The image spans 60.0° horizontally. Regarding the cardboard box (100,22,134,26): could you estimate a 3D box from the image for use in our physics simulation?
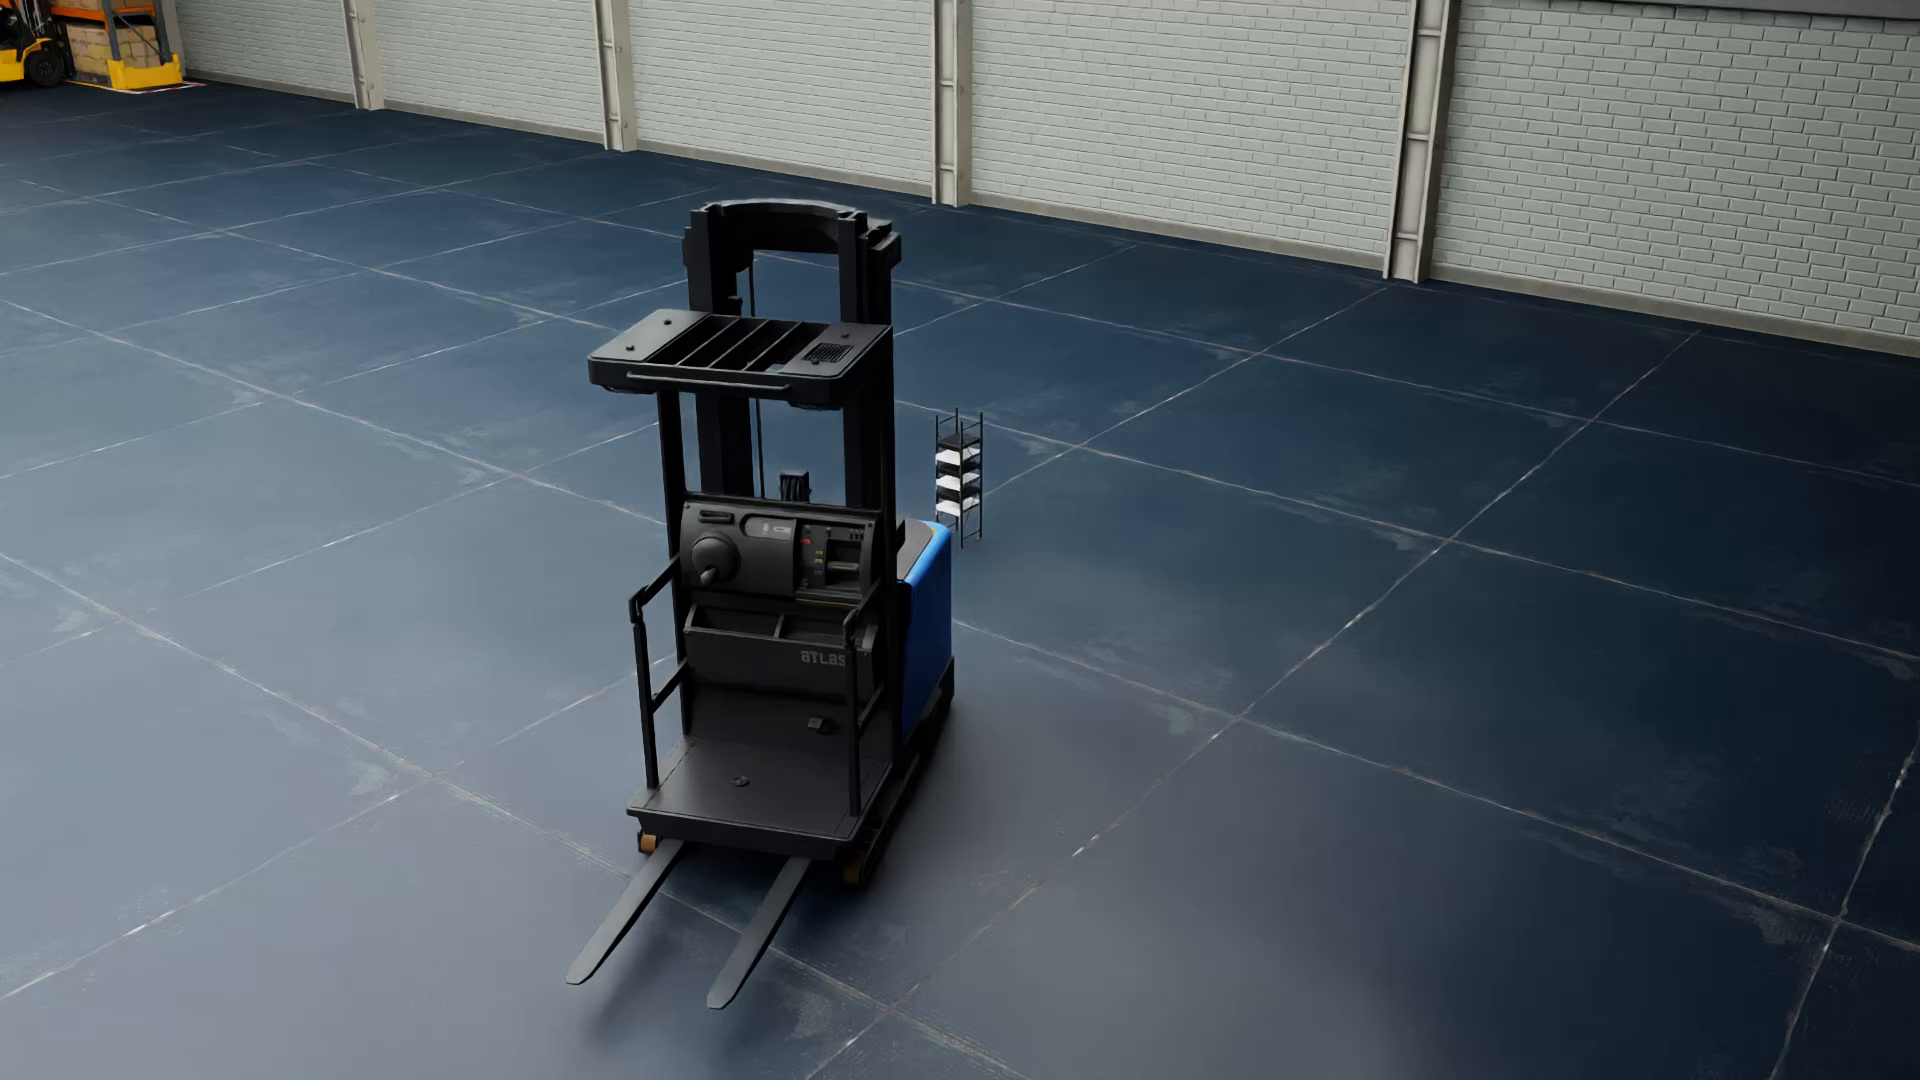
[{"bbox_3d":[-15.162,-9.171,29.993,0.500,0.250,0.500,17,29,33],"label":"cardboard box"}]

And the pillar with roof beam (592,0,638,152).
[{"bbox_3d":[-7.485,-8.396,19.145,0.400,9.000,9.100,17,29,33],"label":"pillar with roof beam"}]

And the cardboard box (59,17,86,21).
[{"bbox_3d":[-16.369,-9.540,30.832,0.500,0.250,0.500,17,29,34],"label":"cardboard box"}]

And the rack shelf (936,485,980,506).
[{"bbox_3d":[-0.006,-0.301,11.123,0.200,0.077,0.258,17,29,33],"label":"rack shelf"}]

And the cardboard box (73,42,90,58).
[{"bbox_3d":[-15.461,-8.787,29.741,0.500,0.250,0.500,16,29,33],"label":"cardboard box"}]

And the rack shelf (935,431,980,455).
[{"bbox_3d":[-0.006,-0.630,10.978,0.200,0.077,0.258,17,29,33],"label":"rack shelf"}]

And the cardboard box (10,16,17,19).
[{"bbox_3d":[-17.491,-9.623,31.019,0.500,0.250,0.500,16,29,33],"label":"cardboard box"}]

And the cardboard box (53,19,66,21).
[{"bbox_3d":[-16.683,-9.379,30.467,0.500,0.250,0.500,18,29,35],"label":"cardboard box"}]

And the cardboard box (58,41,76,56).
[{"bbox_3d":[-15.887,-8.905,30.009,0.500,0.250,0.500,16,28,32],"label":"cardboard box"}]

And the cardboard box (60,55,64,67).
[{"bbox_3d":[-16.271,-8.794,30.377,0.500,0.250,0.500,18,29,35],"label":"cardboard box"}]

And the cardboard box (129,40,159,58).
[{"bbox_3d":[-14.741,-8.826,29.830,0.500,0.250,0.500,17,29,34],"label":"cardboard box"}]

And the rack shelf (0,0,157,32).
[{"bbox_3d":[-16.090,-9.637,30.294,4.000,0.370,1.077,17,29,33],"label":"rack shelf"}]

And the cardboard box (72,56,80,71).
[{"bbox_3d":[-15.842,-8.675,30.108,0.500,0.250,0.500,17,29,34],"label":"cardboard box"}]

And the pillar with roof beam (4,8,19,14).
[{"bbox_3d":[-21.889,-12.749,29.024,0.400,9.000,9.100,17,29,33],"label":"pillar with roof beam"}]

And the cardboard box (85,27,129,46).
[{"bbox_3d":[-15.045,-8.885,29.344,0.500,0.250,0.500,18,29,35],"label":"cardboard box"}]

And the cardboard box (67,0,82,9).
[{"bbox_3d":[-15.450,-9.691,29.400,0.500,0.500,0.500,18,29,35],"label":"cardboard box"}]

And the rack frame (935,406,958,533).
[{"bbox_3d":[-0.088,-0.438,11.129,0.006,0.900,0.240,17,29,33],"label":"rack frame"}]

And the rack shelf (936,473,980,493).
[{"bbox_3d":[-0.006,-0.383,11.086,0.200,0.077,0.258,17,29,33],"label":"rack shelf"}]

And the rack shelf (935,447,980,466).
[{"bbox_3d":[-0.006,-0.548,11.014,0.200,0.077,0.258,17,29,33],"label":"rack shelf"}]

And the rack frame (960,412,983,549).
[{"bbox_3d":[0.075,-0.389,11.017,0.006,0.900,0.240,17,29,33],"label":"rack frame"}]

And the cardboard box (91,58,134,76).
[{"bbox_3d":[-15.055,-8.428,29.547,0.500,0.250,0.500,17,29,34],"label":"cardboard box"}]

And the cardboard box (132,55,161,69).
[{"bbox_3d":[-14.765,-8.598,29.934,0.500,0.250,0.500,17,29,34],"label":"cardboard box"}]

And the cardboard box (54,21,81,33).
[{"bbox_3d":[-16.267,-9.250,30.173,0.500,0.250,0.500,16,28,32],"label":"cardboard box"}]

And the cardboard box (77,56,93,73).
[{"bbox_3d":[-15.447,-8.551,29.827,0.500,0.250,0.500,17,29,33],"label":"cardboard box"}]

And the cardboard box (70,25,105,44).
[{"bbox_3d":[-15.457,-9.006,29.620,0.500,0.250,0.500,17,29,34],"label":"cardboard box"}]

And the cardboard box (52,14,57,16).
[{"bbox_3d":[-17.180,-9.785,31.386,0.500,0.250,0.500,17,29,34],"label":"cardboard box"}]

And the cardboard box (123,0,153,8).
[{"bbox_3d":[-14.719,-9.738,29.506,0.500,0.500,0.500,18,29,35],"label":"cardboard box"}]

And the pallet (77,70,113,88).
[{"bbox_3d":[-15.126,-8.378,30.002,1.213,0.211,1.003,17,29,33],"label":"pallet"}]

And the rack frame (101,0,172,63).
[{"bbox_3d":[-14.489,-9.482,29.051,0.127,3.000,1.000,17,29,33],"label":"rack frame"}]

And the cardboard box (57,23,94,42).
[{"bbox_3d":[-15.867,-9.125,29.889,0.500,0.250,0.500,17,29,34],"label":"cardboard box"}]

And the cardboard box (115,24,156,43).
[{"bbox_3d":[-14.760,-9.051,29.722,0.500,0.250,0.500,16,29,33],"label":"cardboard box"}]

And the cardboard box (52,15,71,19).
[{"bbox_3d":[-16.766,-9.667,31.119,0.500,0.250,0.500,16,29,33],"label":"cardboard box"}]

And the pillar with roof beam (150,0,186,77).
[{"bbox_3d":[-17.088,-11.298,25.731,0.400,9.000,9.100,17,29,33],"label":"pillar with roof beam"}]

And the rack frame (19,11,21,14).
[{"bbox_3d":[-17.690,-10.450,31.247,0.127,3.000,1.000,17,29,33],"label":"rack frame"}]

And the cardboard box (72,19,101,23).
[{"bbox_3d":[-15.962,-9.421,30.562,0.500,0.250,0.500,16,28,32],"label":"cardboard box"}]

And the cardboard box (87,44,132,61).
[{"bbox_3d":[-15.066,-8.662,29.458,0.500,0.250,0.500,16,29,33],"label":"cardboard box"}]

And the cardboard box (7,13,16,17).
[{"bbox_3d":[-18.730,-9.868,32.350,0.625,0.625,0.875,16,29,33],"label":"cardboard box"}]

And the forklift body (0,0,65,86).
[{"bbox_3d":[-17.101,-8.964,28.927,1.214,2.155,2.313,17,29,33],"label":"forklift body"}]

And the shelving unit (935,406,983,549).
[{"bbox_3d":[-0.006,-0.414,11.073,0.210,0.900,0.258,17,29,33],"label":"shelving unit"}]

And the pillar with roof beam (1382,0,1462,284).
[{"bbox_3d":[2.117,-5.494,12.559,0.400,9.000,9.100,17,29,33],"label":"pillar with roof beam"}]

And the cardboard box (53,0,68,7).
[{"bbox_3d":[-15.860,-9.815,29.681,0.500,0.500,0.500,16,29,32],"label":"cardboard box"}]

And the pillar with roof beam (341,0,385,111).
[{"bbox_3d":[-12.287,-9.847,22.438,0.400,9.000,9.100,17,29,33],"label":"pillar with roof beam"}]

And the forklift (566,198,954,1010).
[{"bbox_3d":[-0.889,0.078,7.438,1.130,2.935,3.031,6,24,13],"label":"forklift"}]

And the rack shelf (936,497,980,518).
[{"bbox_3d":[-0.006,-0.219,11.159,0.200,0.077,0.258,17,29,33],"label":"rack shelf"}]

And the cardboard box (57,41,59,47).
[{"bbox_3d":[-16.285,-9.027,30.287,0.500,0.250,0.500,17,29,33],"label":"cardboard box"}]

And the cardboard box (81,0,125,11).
[{"bbox_3d":[-15.040,-9.562,29.109,0.500,0.500,0.500,16,28,32],"label":"cardboard box"}]

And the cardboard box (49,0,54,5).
[{"bbox_3d":[-16.269,-9.933,29.949,0.500,0.500,0.500,17,29,34],"label":"cardboard box"}]

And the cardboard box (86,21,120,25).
[{"bbox_3d":[-15.556,-9.295,30.276,0.500,0.250,0.500,17,29,33],"label":"cardboard box"}]

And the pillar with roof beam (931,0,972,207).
[{"bbox_3d":[-2.684,-6.945,15.852,0.400,9.000,9.100,17,29,33],"label":"pillar with roof beam"}]

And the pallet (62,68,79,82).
[{"bbox_3d":[-16.098,-8.673,30.672,1.213,0.211,1.003,17,29,33],"label":"pallet"}]

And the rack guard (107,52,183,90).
[{"bbox_3d":[-14.470,-8.333,29.542,0.348,0.500,1.175,17,29,33],"label":"rack guard"}]

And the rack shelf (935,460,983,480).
[{"bbox_3d":[-0.006,-0.466,11.050,0.200,0.077,0.258,17,29,33],"label":"rack shelf"}]
